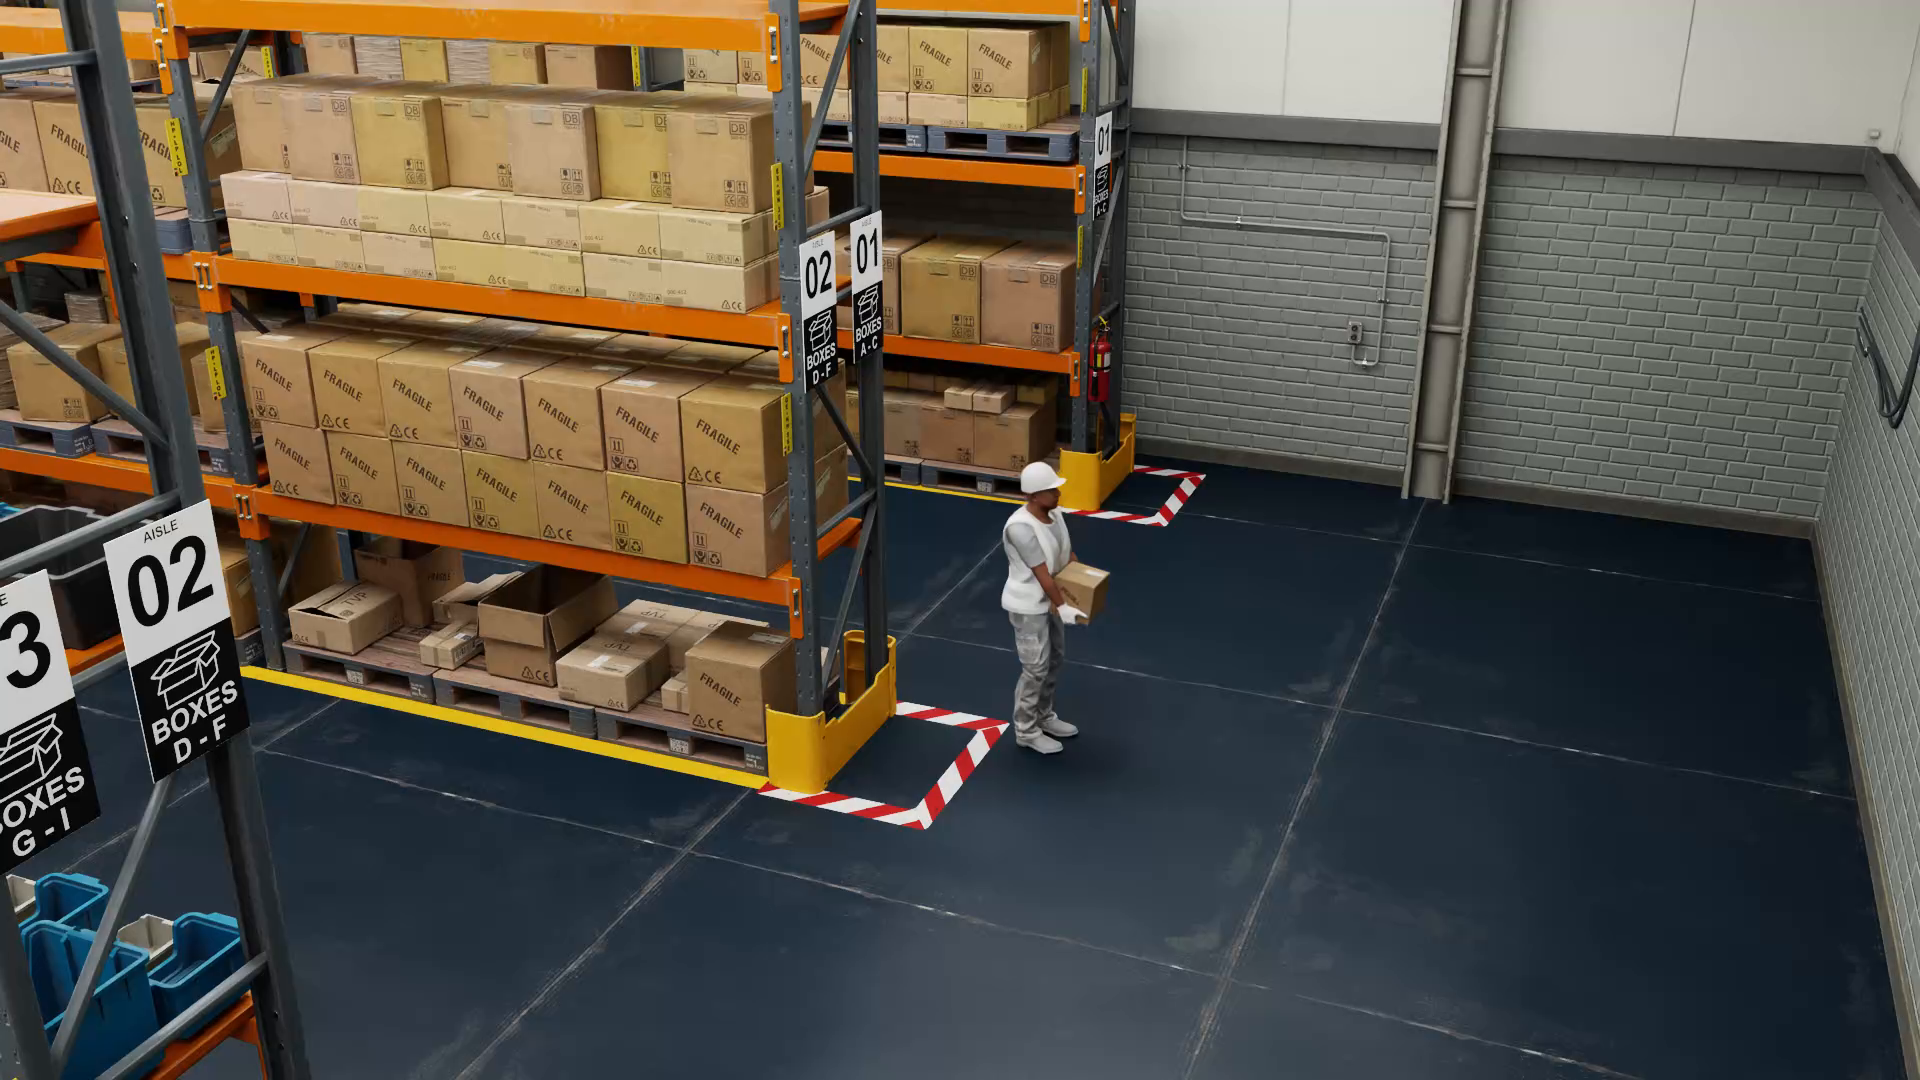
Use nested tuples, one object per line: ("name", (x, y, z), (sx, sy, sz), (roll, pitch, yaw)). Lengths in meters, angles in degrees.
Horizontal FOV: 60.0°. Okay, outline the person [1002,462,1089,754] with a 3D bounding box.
("person", (0.555, 0.400, 9.925), (0.576, 1.782, 0.490), (11, 24, 24))
